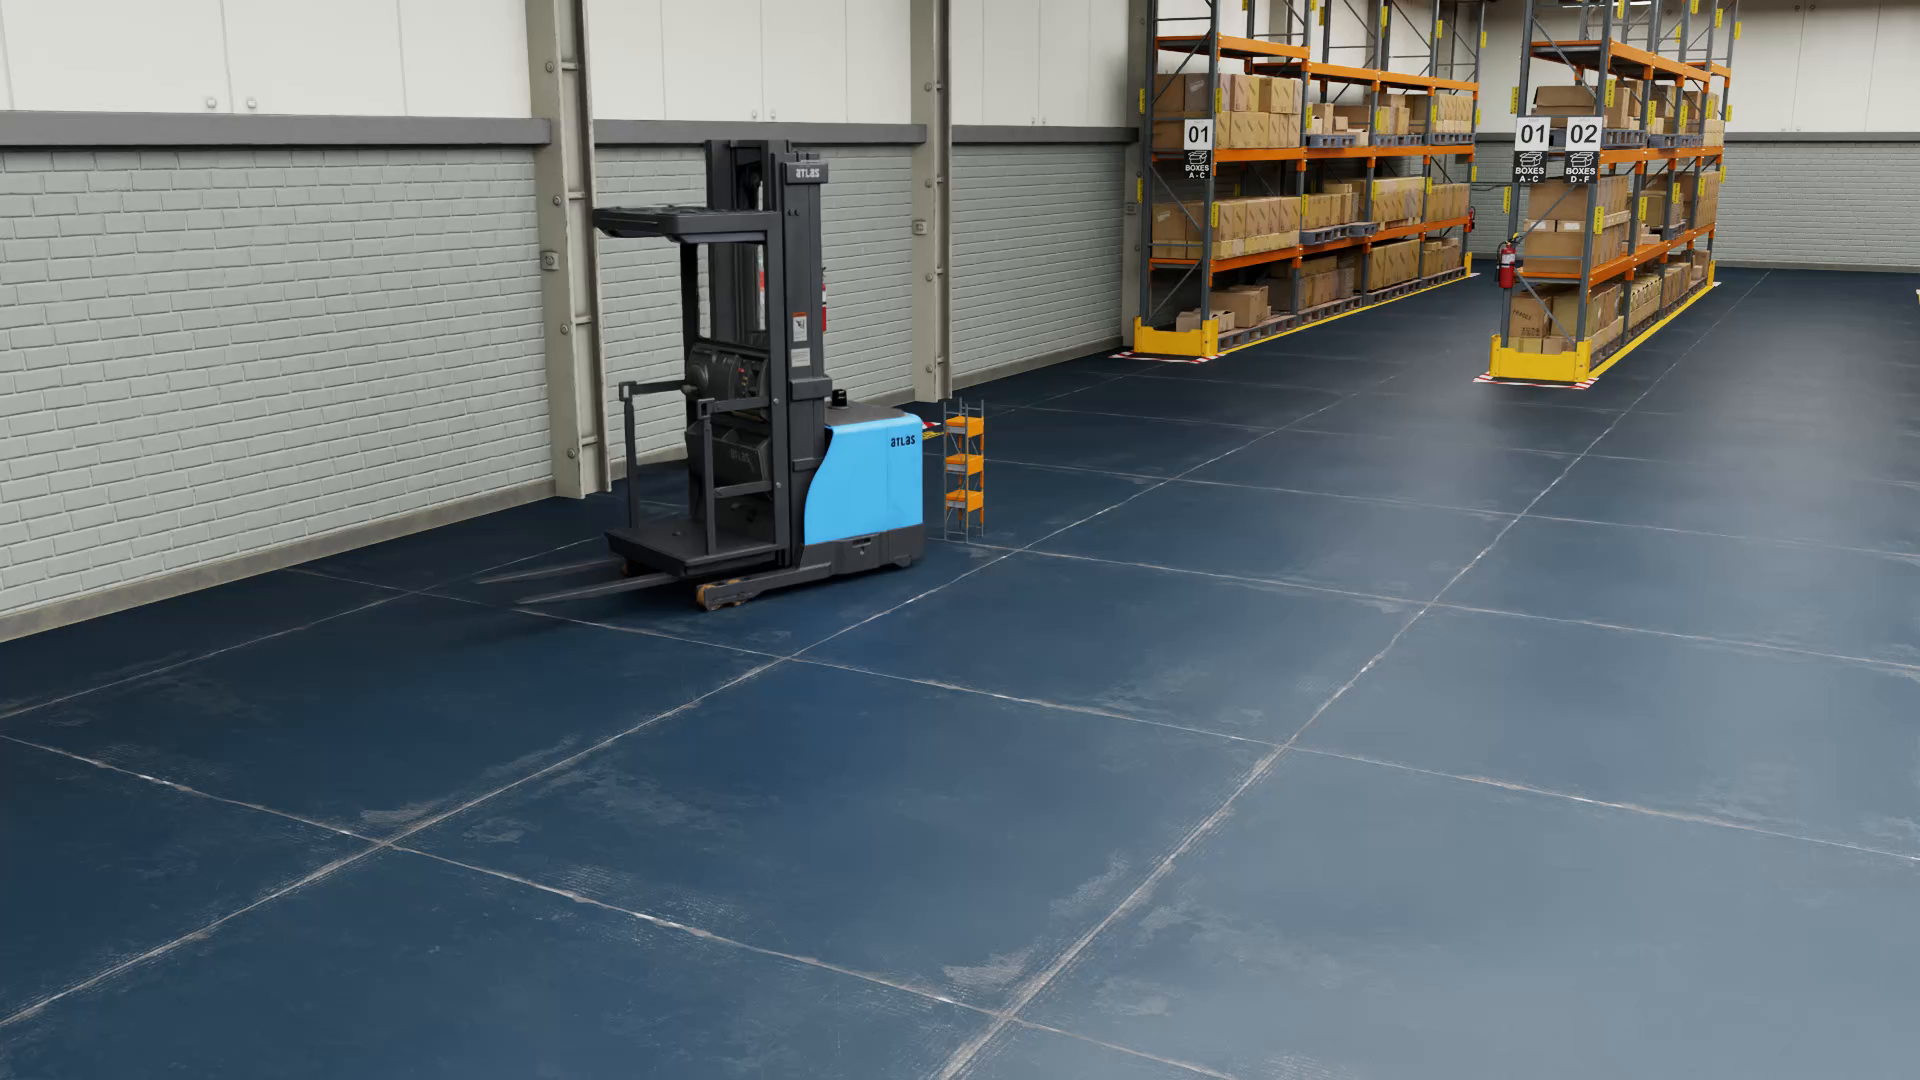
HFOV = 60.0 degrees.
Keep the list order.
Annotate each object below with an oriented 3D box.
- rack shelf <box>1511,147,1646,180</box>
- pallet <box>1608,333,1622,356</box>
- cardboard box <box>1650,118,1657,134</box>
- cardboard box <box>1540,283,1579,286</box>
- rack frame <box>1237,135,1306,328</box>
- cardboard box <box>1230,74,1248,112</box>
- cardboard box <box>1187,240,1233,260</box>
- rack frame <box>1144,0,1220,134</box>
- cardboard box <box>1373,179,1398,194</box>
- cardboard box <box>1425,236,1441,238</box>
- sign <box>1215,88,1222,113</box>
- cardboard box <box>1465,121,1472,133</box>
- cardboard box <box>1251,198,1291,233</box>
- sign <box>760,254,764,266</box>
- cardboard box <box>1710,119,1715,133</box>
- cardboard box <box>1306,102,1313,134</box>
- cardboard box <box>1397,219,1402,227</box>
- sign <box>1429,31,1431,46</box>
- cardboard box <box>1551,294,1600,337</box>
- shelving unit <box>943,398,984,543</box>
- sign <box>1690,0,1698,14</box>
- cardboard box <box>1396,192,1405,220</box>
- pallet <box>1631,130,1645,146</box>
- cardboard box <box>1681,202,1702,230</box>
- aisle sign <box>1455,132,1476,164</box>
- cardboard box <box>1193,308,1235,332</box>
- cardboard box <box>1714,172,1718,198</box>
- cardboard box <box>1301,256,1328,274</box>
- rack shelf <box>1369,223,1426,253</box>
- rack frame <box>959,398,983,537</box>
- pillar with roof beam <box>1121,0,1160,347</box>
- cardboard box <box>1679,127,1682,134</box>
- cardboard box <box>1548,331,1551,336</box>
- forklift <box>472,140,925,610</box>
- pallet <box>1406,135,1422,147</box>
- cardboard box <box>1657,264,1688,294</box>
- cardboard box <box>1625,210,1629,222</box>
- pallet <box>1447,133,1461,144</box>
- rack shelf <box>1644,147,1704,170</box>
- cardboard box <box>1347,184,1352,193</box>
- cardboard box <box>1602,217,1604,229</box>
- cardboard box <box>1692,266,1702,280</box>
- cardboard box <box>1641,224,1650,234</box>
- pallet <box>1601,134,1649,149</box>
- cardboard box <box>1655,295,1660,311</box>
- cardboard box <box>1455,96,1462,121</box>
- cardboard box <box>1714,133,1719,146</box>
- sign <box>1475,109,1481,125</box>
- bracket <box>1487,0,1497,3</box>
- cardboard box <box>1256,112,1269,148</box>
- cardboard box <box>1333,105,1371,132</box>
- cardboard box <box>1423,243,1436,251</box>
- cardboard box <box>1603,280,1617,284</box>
[{"bbox_3d":[8.303,-5.039,22.170,1.077,0.370,4.000,7,15,28],"label":"rack shelf"},{"bbox_3d":[8.849,-2.827,23.809,1.003,0.211,1.213,7,15,28],"label":"pallet"},{"bbox_3d":[10.509,-6.426,25.812,0.500,0.250,0.500,7,15,27],"label":"cardboard box"},{"bbox_3d":[8.537,-3.410,23.648,0.500,0.500,0.500,7,15,28],"label":"cardboard box"},{"bbox_3d":[4.932,-4.901,26.464,1.000,3.000,0.127,7,15,28],"label":"rack frame"},{"bbox_3d":[3.684,-6.232,23.194,0.500,0.500,0.500,7,15,27],"label":"cardboard box"},{"bbox_3d":[3.512,-4.082,23.342,0.500,0.250,0.500,7,15,26],"label":"cardboard box"},{"bbox_3d":[2.998,-6.997,22.357,1.000,3.000,0.127,7,15,28],"label":"rack frame"},{"bbox_3d":[7.808,-6.567,30.882,0.500,0.250,0.500,7,15,28],"label":"cardboard box"},{"bbox_3d":[10.367,-6.561,36.402,0.380,0.149,0.250,7,15,28],"label":"cardboard box"},{"bbox_3d":[3.473,-5.902,22.352,0.100,0.325,0.005,7,15,28],"label":"sign"},{"bbox_3d":[10.611,-8.821,35.534,0.500,0.250,0.500,8,16,30],"label":"cardboard box"},{"bbox_3d":[4.738,-4.968,25.417,0.500,0.500,0.500,7,15,28],"label":"cardboard box"},{"bbox_3d":[-1.897,-2.762,16.383,0.001,0.109,0.331,7,15,28],"label":"sign"},{"bbox_3d":[14.082,-7.886,31.698,0.500,0.250,0.500,7,15,28],"label":"cardboard box"},{"bbox_3d":[5.266,-6.716,26.480,0.500,0.500,0.500,10,17,36],"label":"cardboard box"},{"bbox_3d":[8.231,-6.073,31.818,0.380,0.149,0.250,7,15,26],"label":"cardboard box"},{"bbox_3d":[10.250,-10.875,36.111,0.100,0.325,0.005,7,15,28],"label":"sign"},{"bbox_3d":[8.030,-2.940,21.699,0.500,0.500,0.500,7,15,28],"label":"cardboard box"},{"bbox_3d":[0.026,-0.521,12.456,0.215,1.050,0.252,7,15,28],"label":"shelving unit"},{"bbox_3d":[11.691,-8.547,26.455,0.100,0.325,0.005,7,15,28],"label":"sign"},{"bbox_3d":[8.071,-6.312,31.422,0.500,0.500,0.500,8,16,30],"label":"cardboard box"},{"bbox_3d":[8.880,-5.578,23.060,1.003,0.211,1.213,7,15,28],"label":"pallet"},{"bbox_3d":[13.622,-6.105,31.242,0.500,0.500,0.500,8,16,30],"label":"cardboard box"},{"bbox_3d":[11.030,-8.608,36.292,0.394,0.787,0.004,7,15,28],"label":"aisle sign"},{"bbox_3d":[3.687,-3.236,24.356,0.500,0.311,0.500,9,16,33],"label":"cardboard box"},{"bbox_3d":[14.853,-7.111,33.284,0.500,0.500,0.500,8,16,30],"label":"cardboard box"},{"bbox_3d":[5.988,-4.716,28.489,0.500,0.250,0.500,7,15,28],"label":"cardboard box"},{"bbox_3d":[7.832,-5.783,31.655,1.077,0.370,4.000,7,15,28],"label":"rack shelf"},{"bbox_3d":[0.085,-0.546,12.560,0.200,1.050,0.008,7,15,28],"label":"rack frame"},{"bbox_3d":[6.348,-6.751,21.336,9.100,9.000,0.400,7,15,28],"label":"pillar with roof beam"},{"bbox_3d":[11.632,-6.866,28.001,0.910,0.500,0.500,7,15,28],"label":"cardboard box"},{"bbox_3d":[7.568,-2.635,22.035,0.500,0.250,0.500,7,15,28],"label":"cardboard box"},{"bbox_3d":[-1.704,-1.112,10.893,3.031,2.935,1.130,-11,17,-39],"label":"forklift"},{"bbox_3d":[8.399,-7.714,32.140,0.805,0.209,1.217,7,15,26],"label":"pallet"},{"bbox_3d":[12.903,-4.747,30.218,0.500,0.500,0.500,7,15,28],"label":"cardboard box"},{"bbox_3d":[9.326,-4.625,23.720,0.380,0.149,0.250,7,15,28],"label":"cardboard box"},{"bbox_3d":[9.795,-8.374,34.657,1.003,0.211,1.213,7,15,28],"label":"pallet"},{"bbox_3d":[12.170,-6.680,28.978,1.077,0.370,4.000,7,15,28],"label":"rack shelf"},{"bbox_3d":[6.725,-6.226,29.421,0.380,0.149,0.250,5,15,21],"label":"cardboard box"},{"bbox_3d":[8.212,-4.152,21.760,0.380,0.149,0.250,7,15,26],"label":"cardboard box"},{"bbox_3d":[14.538,-5.349,33.249,0.500,0.250,0.500,7,15,28],"label":"cardboard box"},{"bbox_3d":[10.990,-5.049,27.265,0.500,0.311,0.500,9,16,32],"label":"cardboard box"},{"bbox_3d":[9.685,-5.889,24.567,0.805,0.209,1.217,7,15,26],"label":"pallet"},{"bbox_3d":[11.163,-3.894,27.254,0.500,0.250,0.500,8,16,29],"label":"cardboard box"},{"bbox_3d":[10.121,-8.976,34.574,0.500,0.500,0.500,7,15,26],"label":"cardboard box"},{"bbox_3d":[14.572,-7.848,32.605,0.500,0.250,0.500,7,15,28],"label":"cardboard box"},{"bbox_3d":[11.201,-9.149,35.964,0.100,0.325,0.005,7,15,28],"label":"sign"},{"bbox_3d":[12.938,-13.213,40.459,0.235,0.232,0.430,7,15,28],"label":"bracket"},{"bbox_3d":[4.157,-5.963,24.212,0.500,0.500,0.500,8,16,31],"label":"cardboard box"},{"bbox_3d":[7.045,-7.547,29.885,0.700,0.500,0.500,6,15,24],"label":"cardboard box"},{"bbox_3d":[9.576,-6.038,34.234,0.380,0.149,0.250,8,16,30],"label":"cardboard box"},{"bbox_3d":[10.198,-4.014,26.559,0.500,0.311,0.500,7,15,27],"label":"cardboard box"}]
